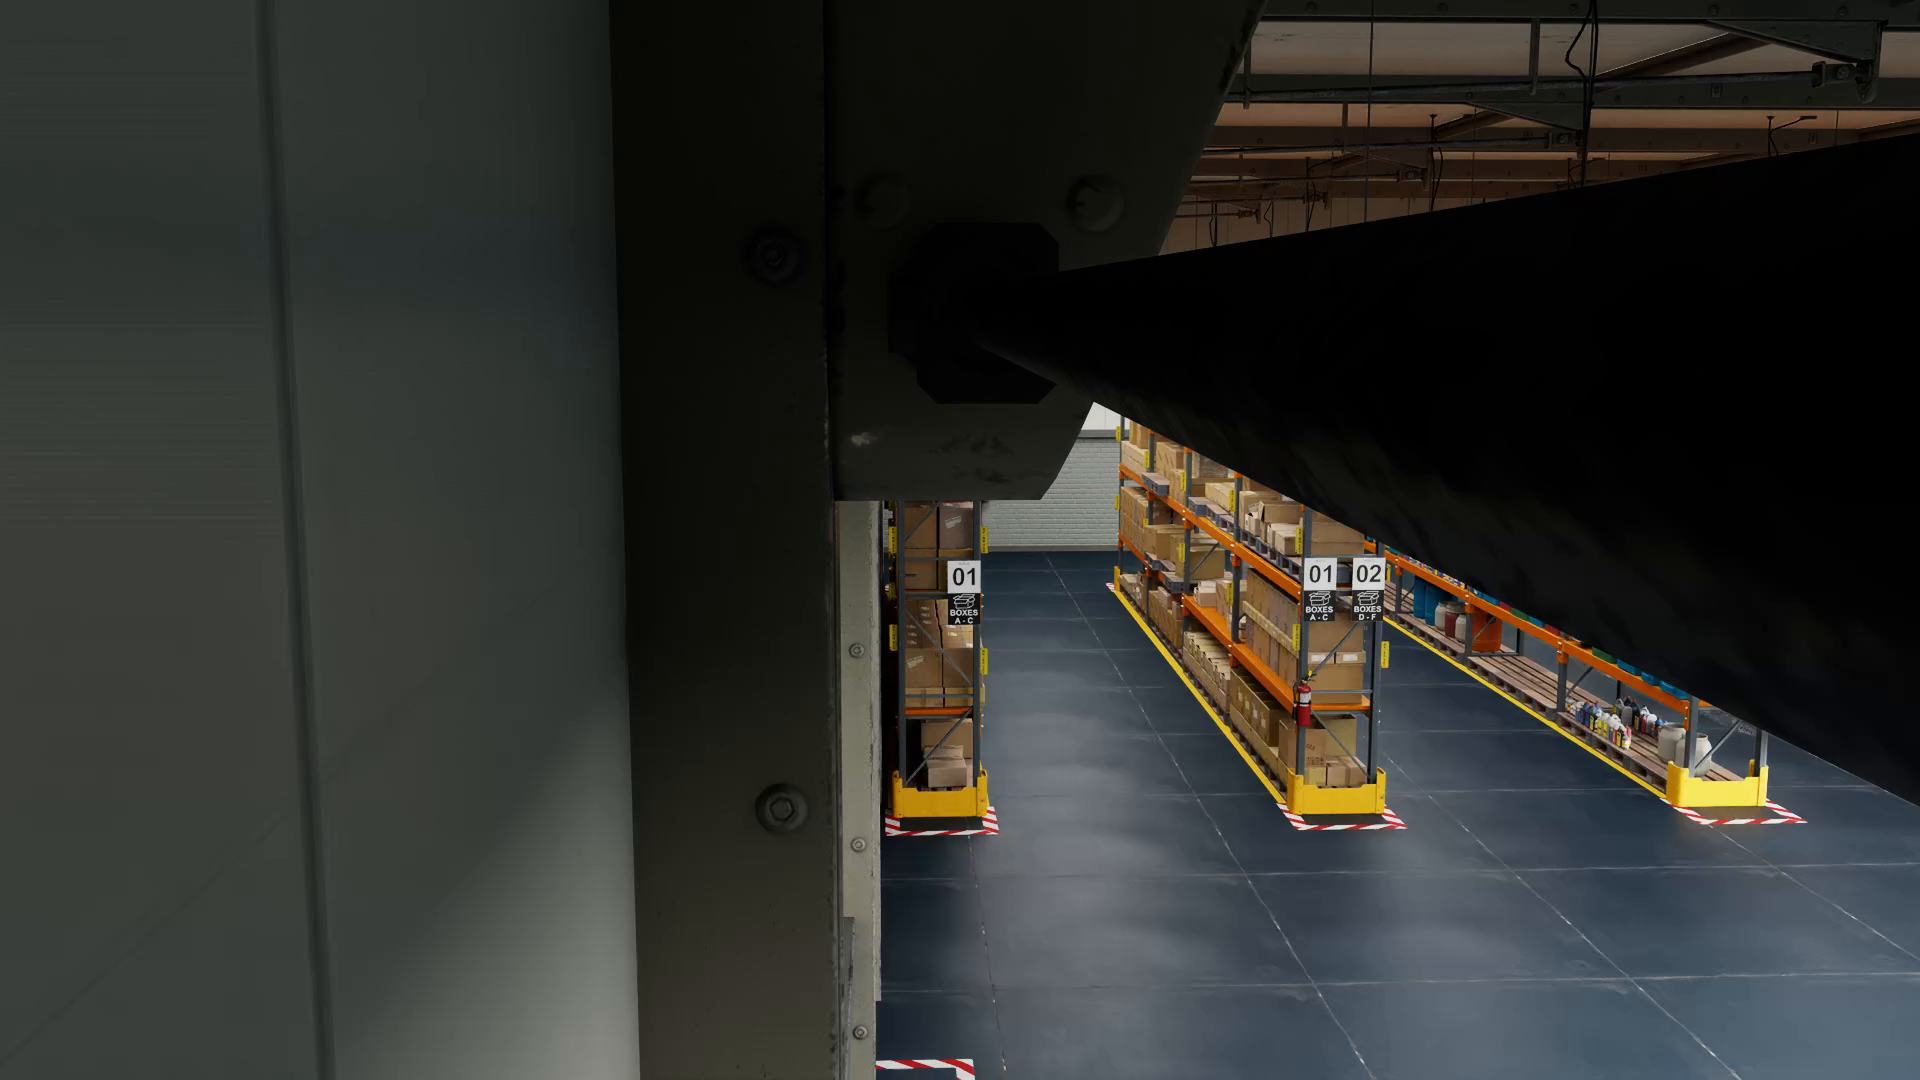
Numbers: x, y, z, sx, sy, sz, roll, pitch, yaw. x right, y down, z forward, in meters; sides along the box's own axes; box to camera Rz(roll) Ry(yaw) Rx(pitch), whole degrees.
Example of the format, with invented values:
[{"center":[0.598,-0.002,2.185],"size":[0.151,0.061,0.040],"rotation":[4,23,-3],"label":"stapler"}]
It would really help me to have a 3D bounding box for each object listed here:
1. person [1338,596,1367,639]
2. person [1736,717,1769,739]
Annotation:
[{"center":[6.814,1.344,29.068],"size":[0.705,1.667,0.642],"rotation":[-2,8,-12],"label":"person"},{"center":[11.694,1.999,24.418],"size":[0.558,1.692,0.895],"rotation":[-1,8,-8],"label":"person"}]
